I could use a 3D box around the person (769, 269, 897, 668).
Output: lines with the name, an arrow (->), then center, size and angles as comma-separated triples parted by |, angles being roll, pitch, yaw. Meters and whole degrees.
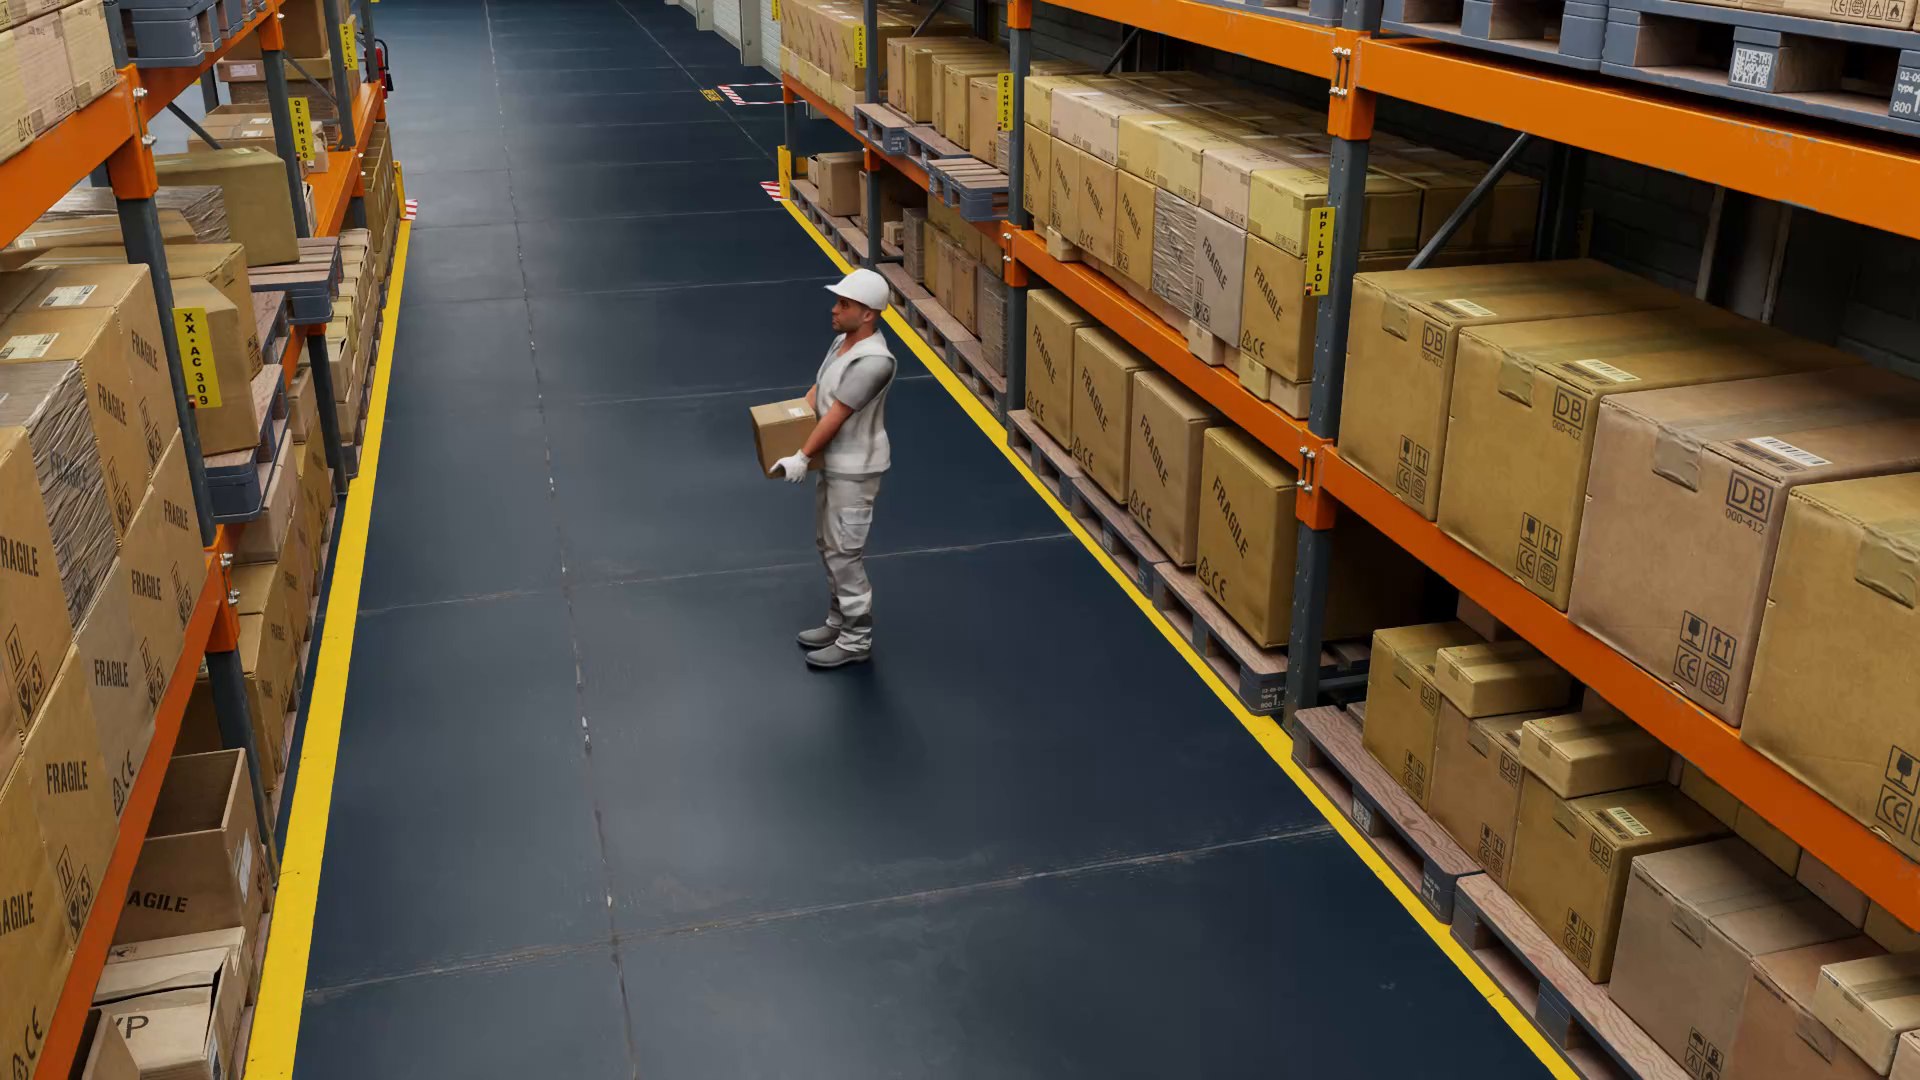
person -> -0.572, -0.298, 7.285 | 0.563, 1.782, 0.493 | -6, 23, -14
